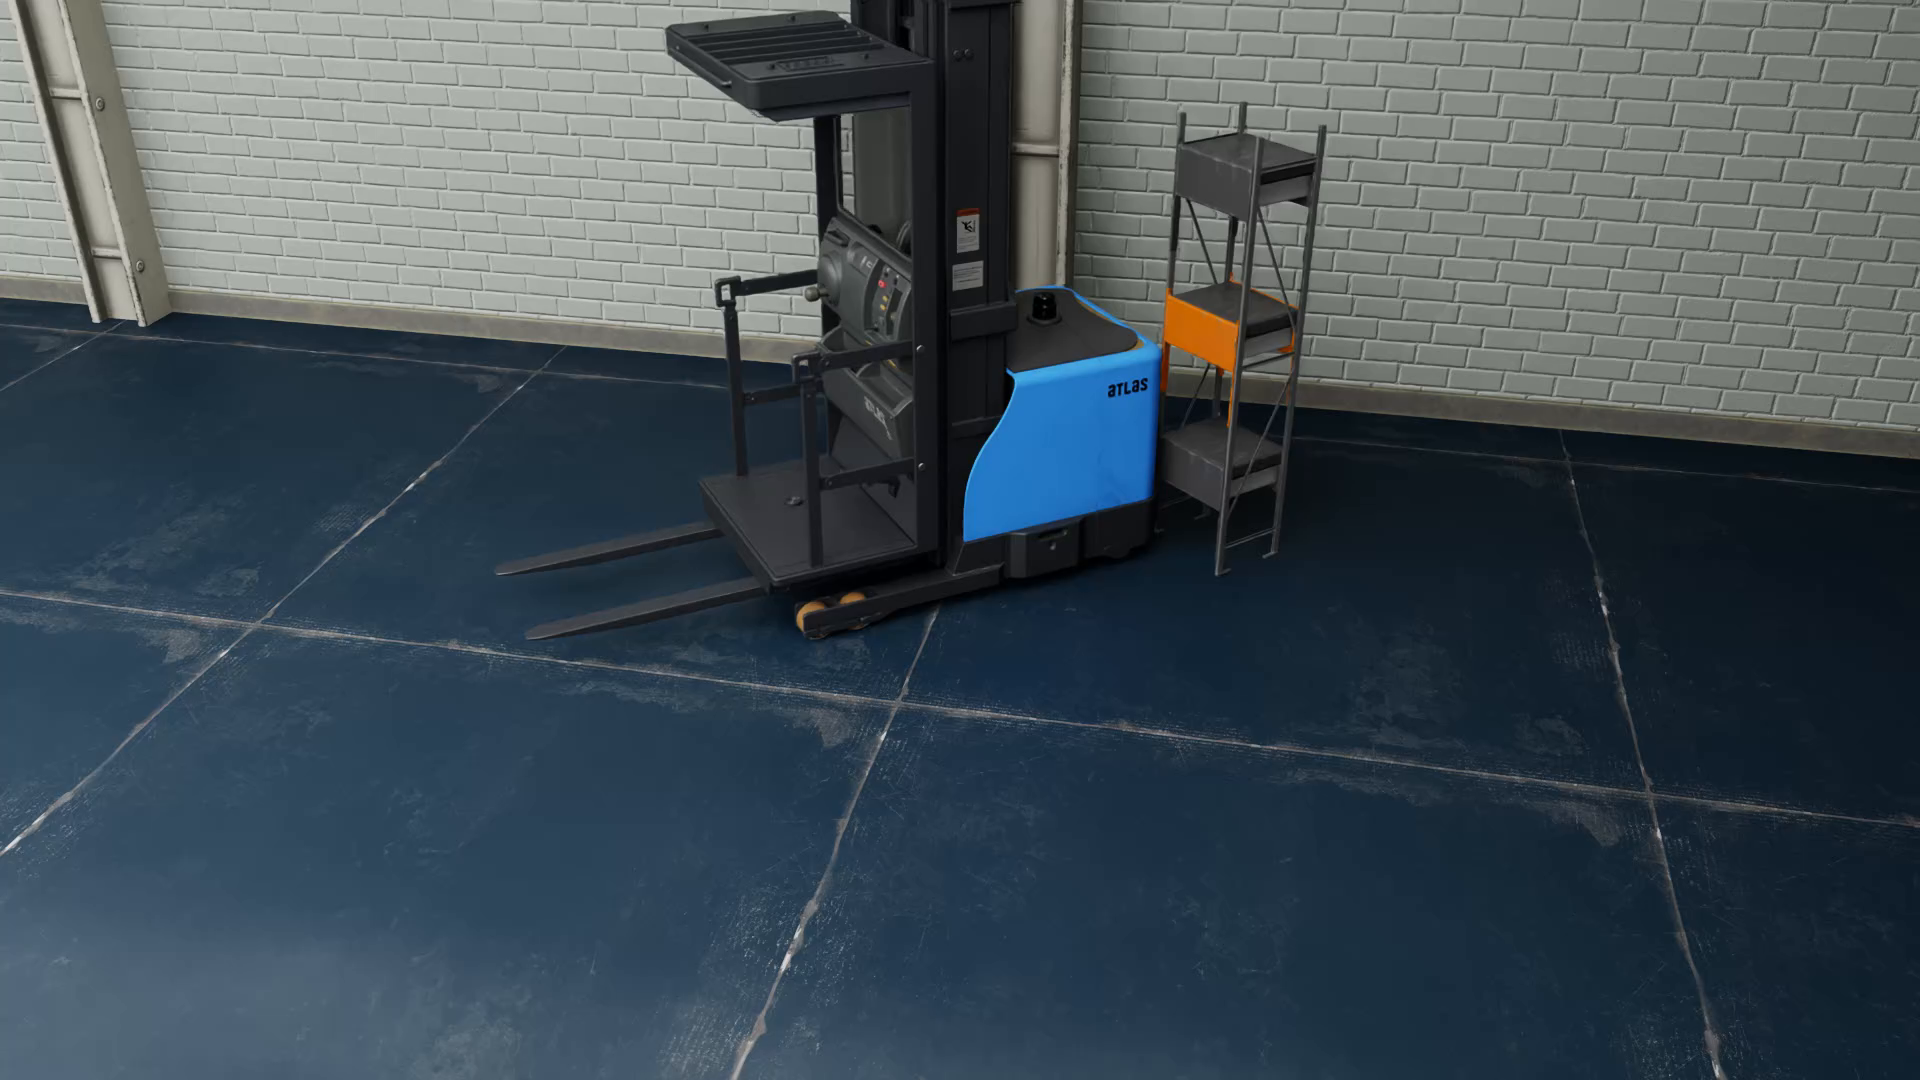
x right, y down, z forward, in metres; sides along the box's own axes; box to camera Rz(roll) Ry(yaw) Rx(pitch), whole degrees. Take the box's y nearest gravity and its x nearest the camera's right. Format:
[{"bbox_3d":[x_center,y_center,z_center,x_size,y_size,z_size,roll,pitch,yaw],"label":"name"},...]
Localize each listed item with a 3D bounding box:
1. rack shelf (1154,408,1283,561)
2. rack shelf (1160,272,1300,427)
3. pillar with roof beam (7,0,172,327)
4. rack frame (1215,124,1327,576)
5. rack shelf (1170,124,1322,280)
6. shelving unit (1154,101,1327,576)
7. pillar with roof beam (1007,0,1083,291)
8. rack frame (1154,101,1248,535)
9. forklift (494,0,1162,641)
[{"bbox_3d":[1.248,-0.274,8.045,0.431,0.518,0.480,-18,34,-30],"label":"rack shelf"},{"bbox_3d":[1.255,-0.890,7.711,0.431,0.518,0.480,-18,34,-30],"label":"rack shelf"},{"bbox_3d":[-6.336,-3.400,5.090,0.400,9.000,9.100,6,29,11],"label":"pillar with roof beam"},{"bbox_3d":[1.394,-0.805,7.529,0.400,2.100,0.015,-18,34,-30],"label":"rack frame"},{"bbox_3d":[1.261,-1.505,7.377,0.431,0.518,0.480,-18,34,-30],"label":"rack shelf"},{"bbox_3d":[1.255,-0.902,7.705,0.431,2.100,0.503,-18,34,-30],"label":"shelving unit"},{"bbox_3d":[-0.468,-2.799,3.991,0.400,9.000,9.100,6,29,11],"label":"pillar with roof beam"},{"bbox_3d":[1.115,-0.998,7.880,0.400,2.100,0.015,-18,34,-30],"label":"rack frame"},{"bbox_3d":[-0.608,-1.130,7.262,3.031,2.935,1.130,-13,31,-22],"label":"forklift"}]
